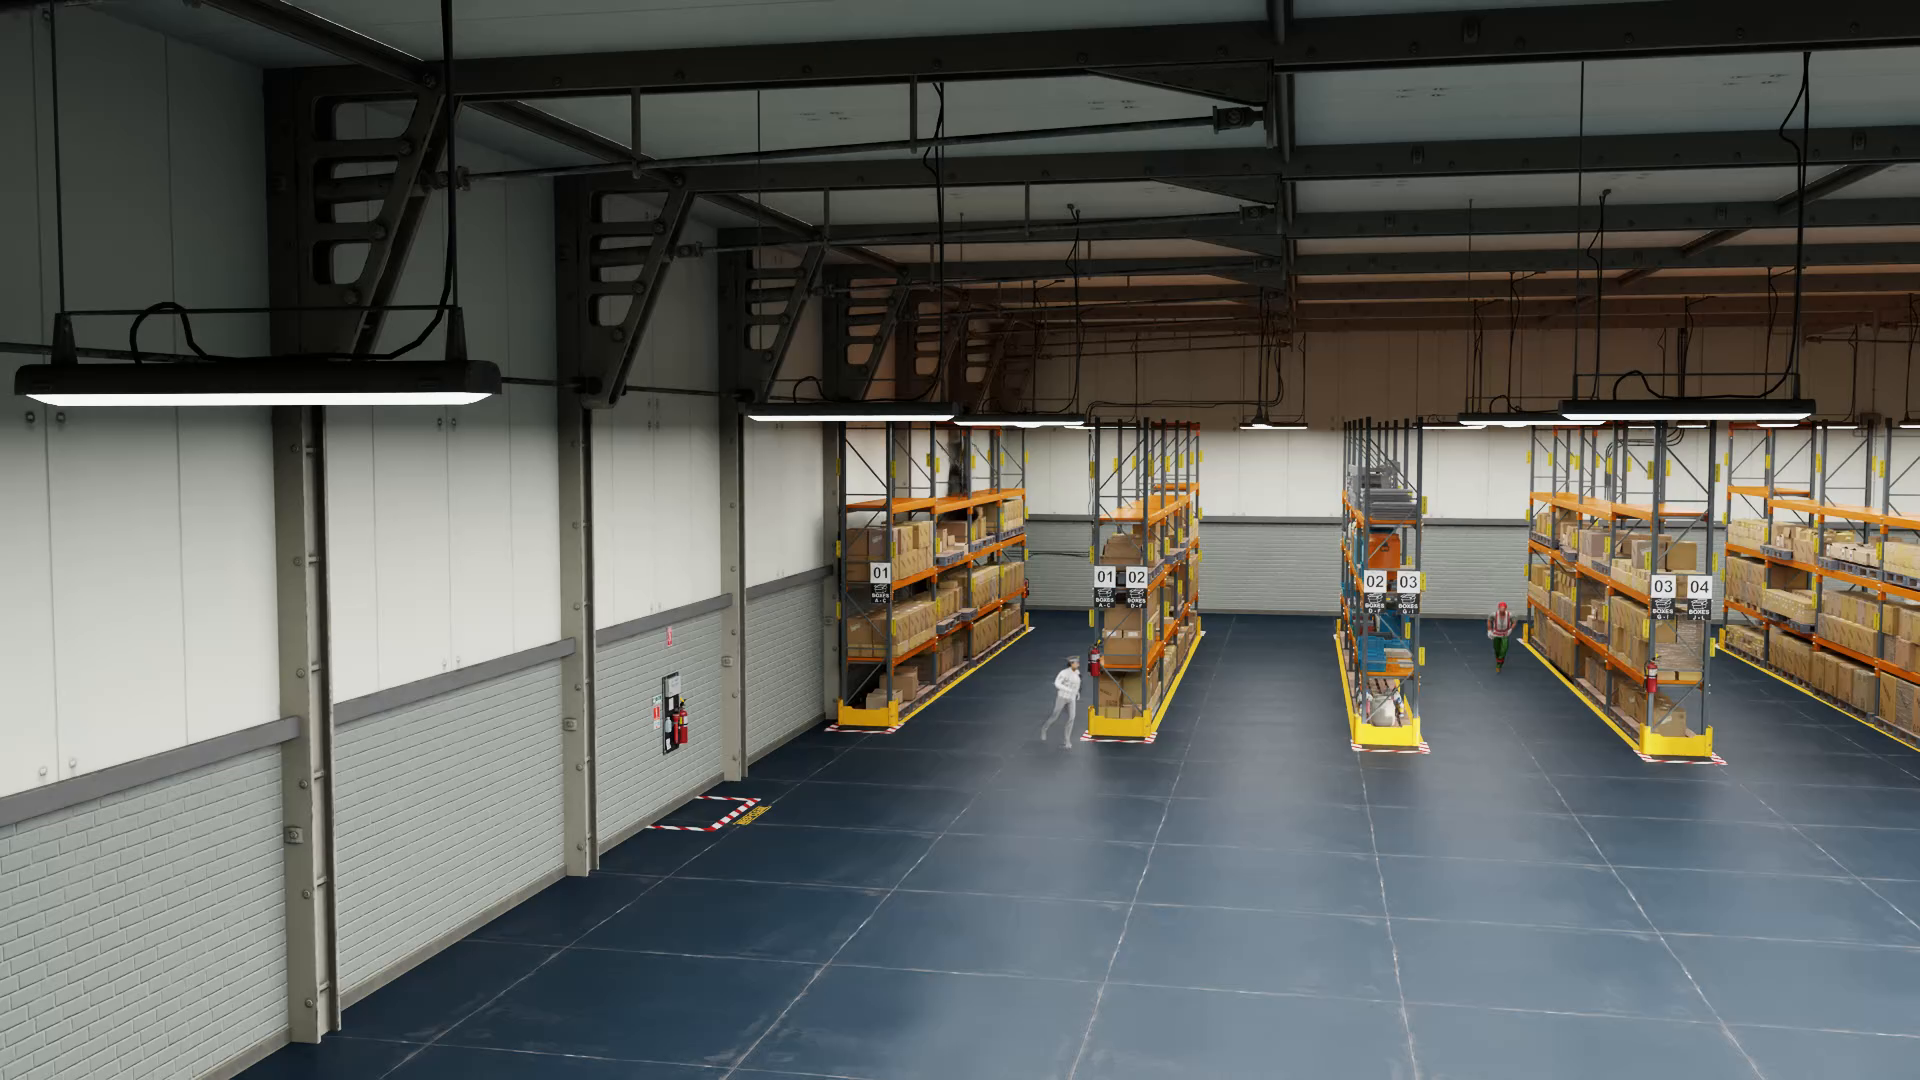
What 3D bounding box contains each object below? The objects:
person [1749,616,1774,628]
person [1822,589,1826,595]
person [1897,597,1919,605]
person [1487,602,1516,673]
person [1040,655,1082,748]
[{"bbox_3d":[21.857,1.958,45.255,0.754,1.727,0.580,0,4,-1],"label":"person"},{"bbox_3d":[22.178,2.092,42.915,0.665,1.684,0.595,0,4,5],"label":"person"},{"bbox_3d":[26.063,1.894,45.512,0.863,1.771,0.657,-1,4,-11],"label":"person"},{"bbox_3d":[12.928,2.312,39.711,0.656,1.717,0.848,1,4,11],"label":"person"},{"bbox_3d":[1.953,2.924,30.515,0.689,1.627,0.964,-2,4,-32],"label":"person"}]
